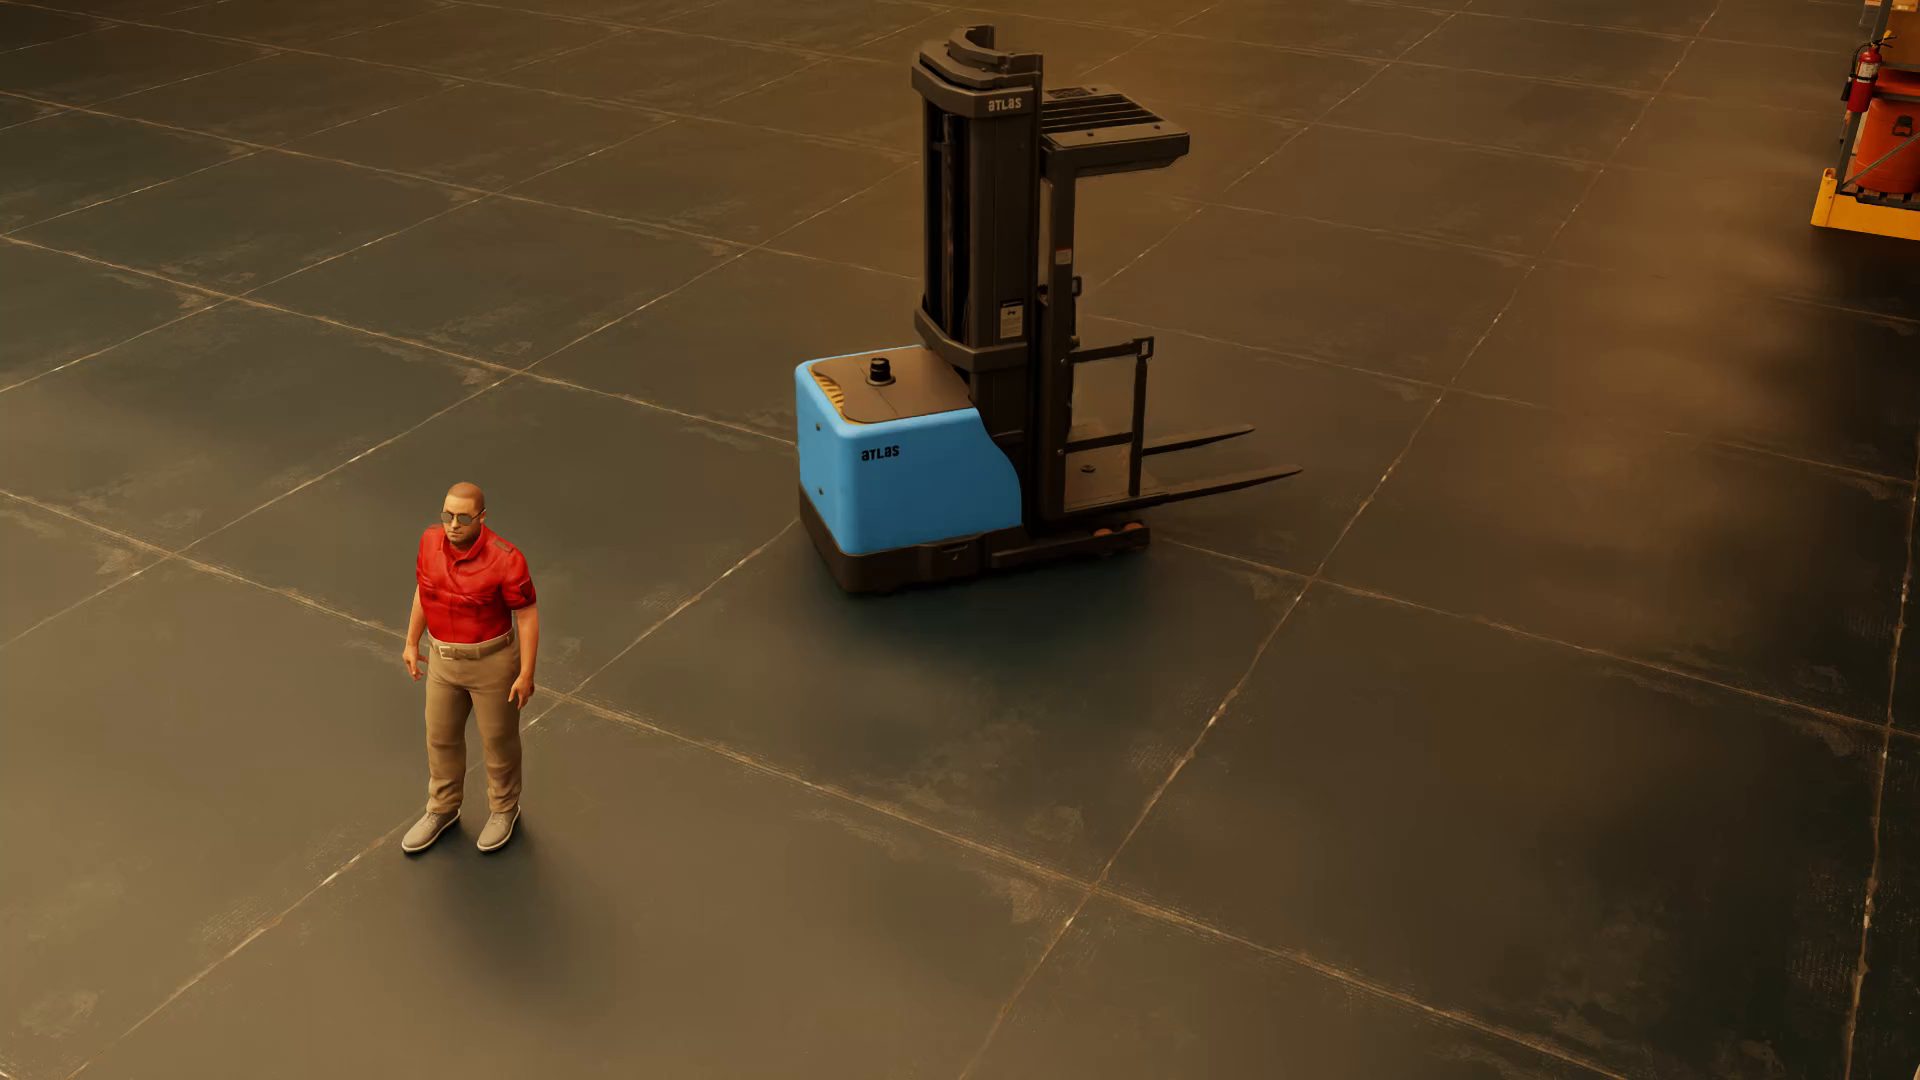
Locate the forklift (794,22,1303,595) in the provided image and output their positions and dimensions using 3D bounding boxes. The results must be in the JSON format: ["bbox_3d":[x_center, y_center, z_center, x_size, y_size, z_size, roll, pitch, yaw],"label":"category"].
[{"bbox_3d":[0.597,-1.406,9.506,3.031,2.935,1.130,-11,32,-18],"label":"forklift"}]

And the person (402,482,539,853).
[{"bbox_3d":[-2.169,0.583,7.247,0.640,1.727,0.551,9,31,15],"label":"person"}]
